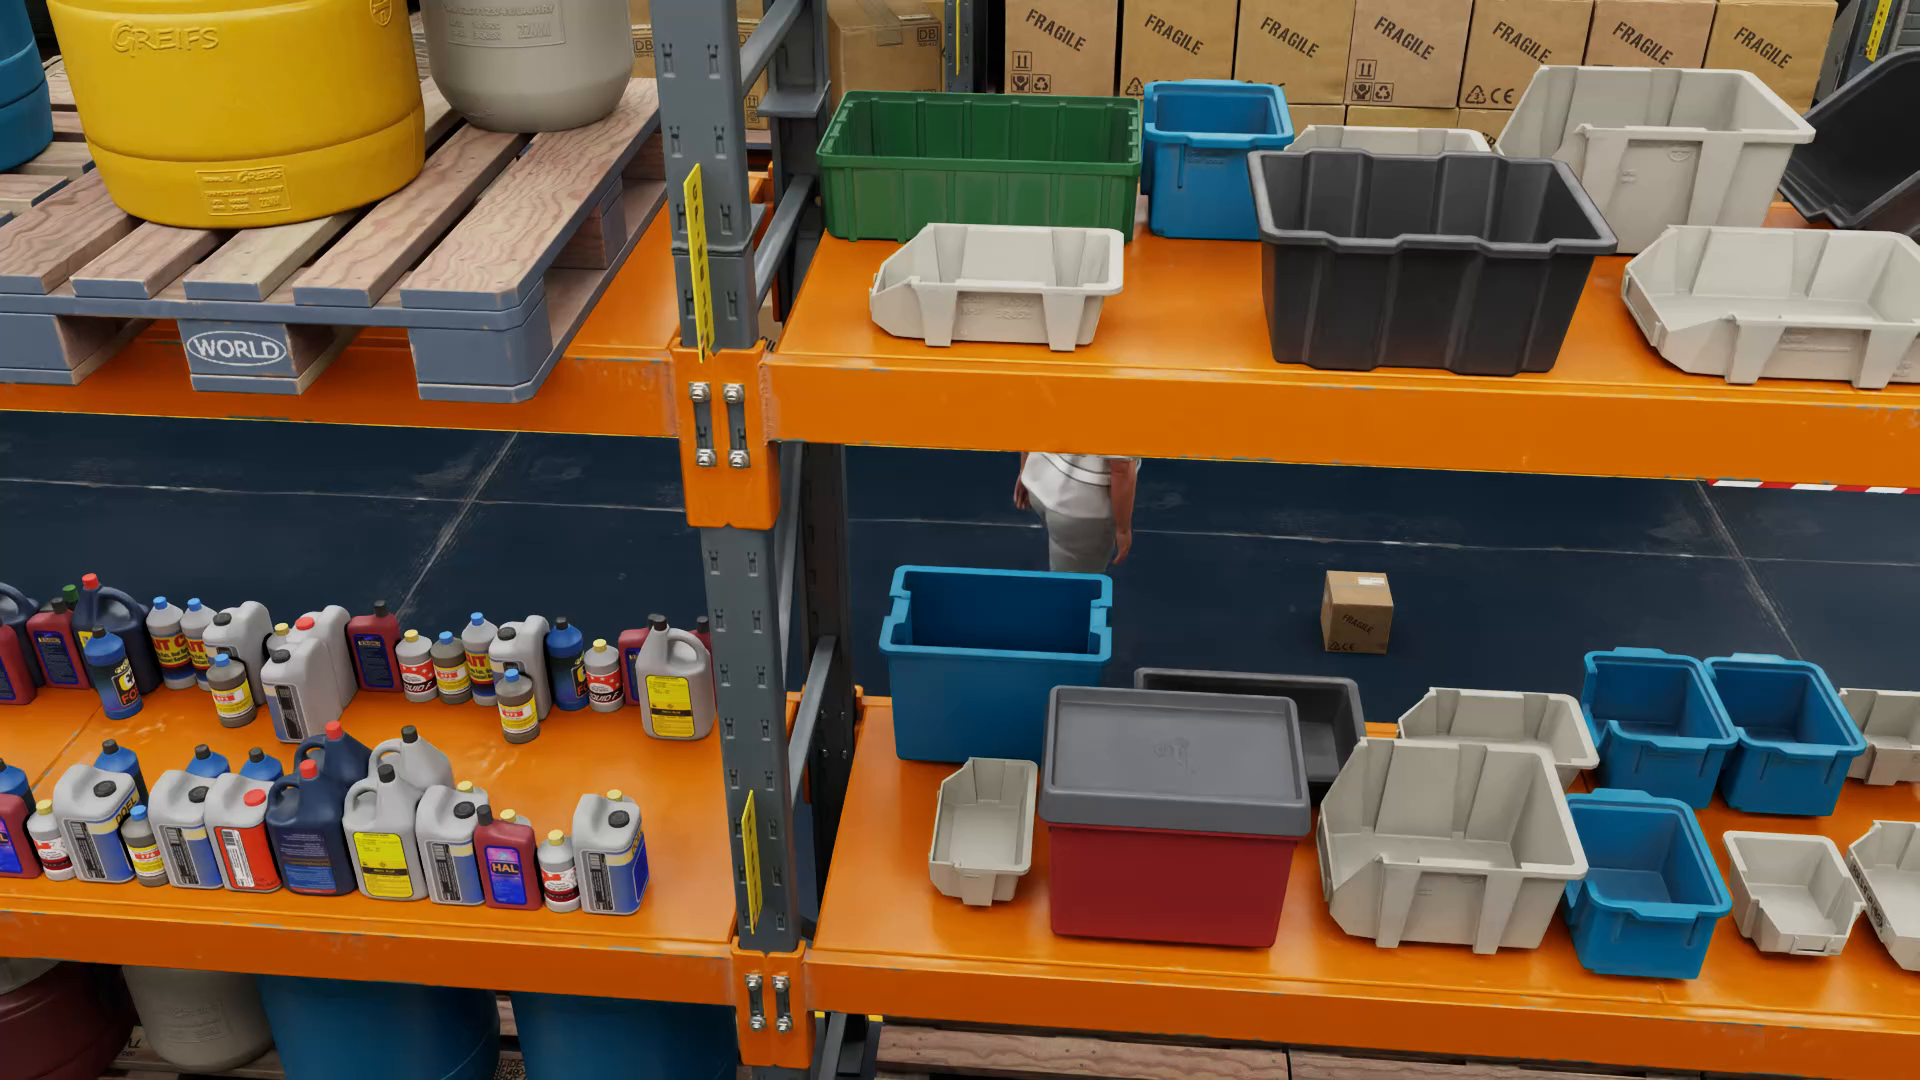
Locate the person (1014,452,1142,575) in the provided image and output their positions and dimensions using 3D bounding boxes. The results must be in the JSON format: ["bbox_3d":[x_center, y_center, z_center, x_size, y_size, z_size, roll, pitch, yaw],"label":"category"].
[{"bbox_3d":[0.463,-0.158,6.355,0.519,1.758,0.571,-15,35,-22],"label":"person"}]
